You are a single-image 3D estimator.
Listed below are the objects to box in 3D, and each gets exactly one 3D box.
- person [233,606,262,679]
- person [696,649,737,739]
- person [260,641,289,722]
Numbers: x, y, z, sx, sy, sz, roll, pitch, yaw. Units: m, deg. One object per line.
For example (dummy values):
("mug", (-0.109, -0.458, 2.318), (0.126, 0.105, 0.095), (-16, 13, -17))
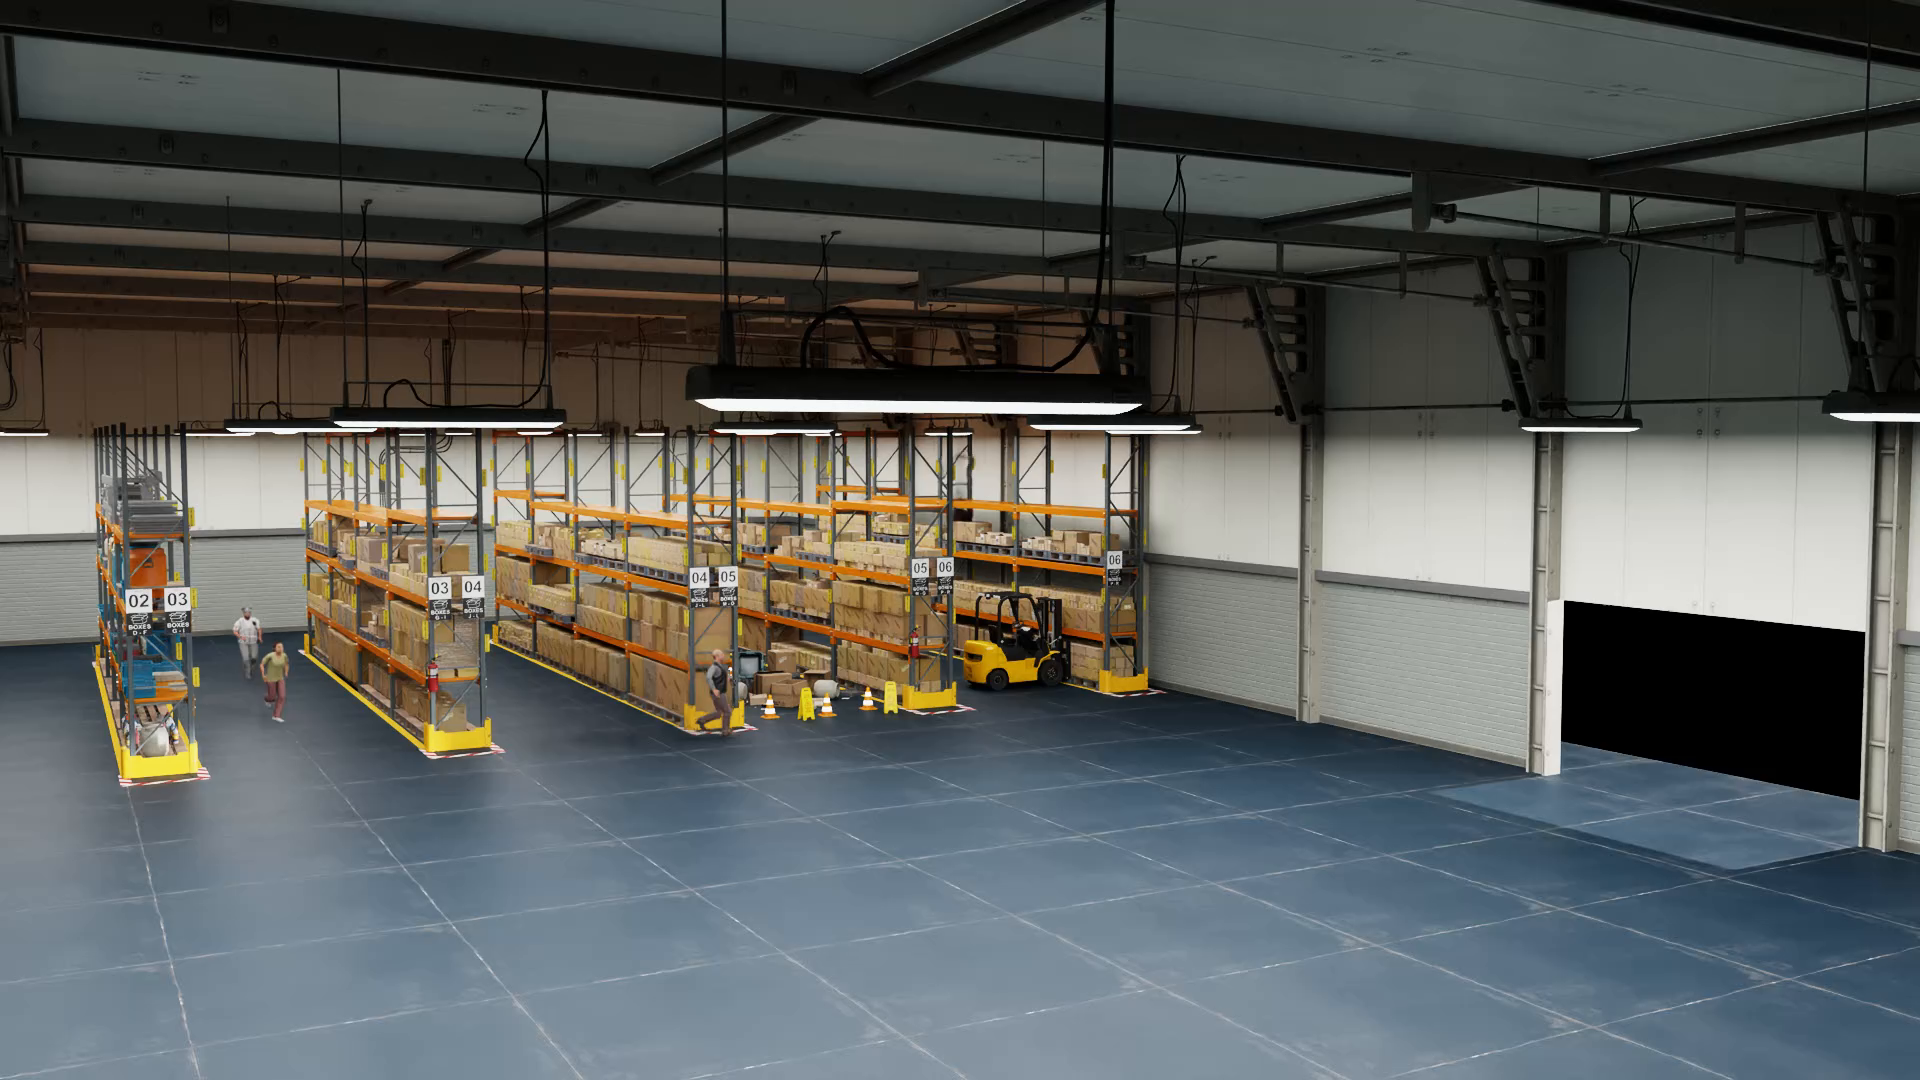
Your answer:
("person", (-17.051, 2.450, 39.848), (0.664, 1.743, 0.599), (-2, 4, -32))
("person", (-4.671, 2.959, 31.864), (0.798, 1.728, 0.690), (0, 3, -5))
("person", (-14.012, 2.877, 33.995), (0.595, 1.643, 0.804), (-3, 5, -44))
